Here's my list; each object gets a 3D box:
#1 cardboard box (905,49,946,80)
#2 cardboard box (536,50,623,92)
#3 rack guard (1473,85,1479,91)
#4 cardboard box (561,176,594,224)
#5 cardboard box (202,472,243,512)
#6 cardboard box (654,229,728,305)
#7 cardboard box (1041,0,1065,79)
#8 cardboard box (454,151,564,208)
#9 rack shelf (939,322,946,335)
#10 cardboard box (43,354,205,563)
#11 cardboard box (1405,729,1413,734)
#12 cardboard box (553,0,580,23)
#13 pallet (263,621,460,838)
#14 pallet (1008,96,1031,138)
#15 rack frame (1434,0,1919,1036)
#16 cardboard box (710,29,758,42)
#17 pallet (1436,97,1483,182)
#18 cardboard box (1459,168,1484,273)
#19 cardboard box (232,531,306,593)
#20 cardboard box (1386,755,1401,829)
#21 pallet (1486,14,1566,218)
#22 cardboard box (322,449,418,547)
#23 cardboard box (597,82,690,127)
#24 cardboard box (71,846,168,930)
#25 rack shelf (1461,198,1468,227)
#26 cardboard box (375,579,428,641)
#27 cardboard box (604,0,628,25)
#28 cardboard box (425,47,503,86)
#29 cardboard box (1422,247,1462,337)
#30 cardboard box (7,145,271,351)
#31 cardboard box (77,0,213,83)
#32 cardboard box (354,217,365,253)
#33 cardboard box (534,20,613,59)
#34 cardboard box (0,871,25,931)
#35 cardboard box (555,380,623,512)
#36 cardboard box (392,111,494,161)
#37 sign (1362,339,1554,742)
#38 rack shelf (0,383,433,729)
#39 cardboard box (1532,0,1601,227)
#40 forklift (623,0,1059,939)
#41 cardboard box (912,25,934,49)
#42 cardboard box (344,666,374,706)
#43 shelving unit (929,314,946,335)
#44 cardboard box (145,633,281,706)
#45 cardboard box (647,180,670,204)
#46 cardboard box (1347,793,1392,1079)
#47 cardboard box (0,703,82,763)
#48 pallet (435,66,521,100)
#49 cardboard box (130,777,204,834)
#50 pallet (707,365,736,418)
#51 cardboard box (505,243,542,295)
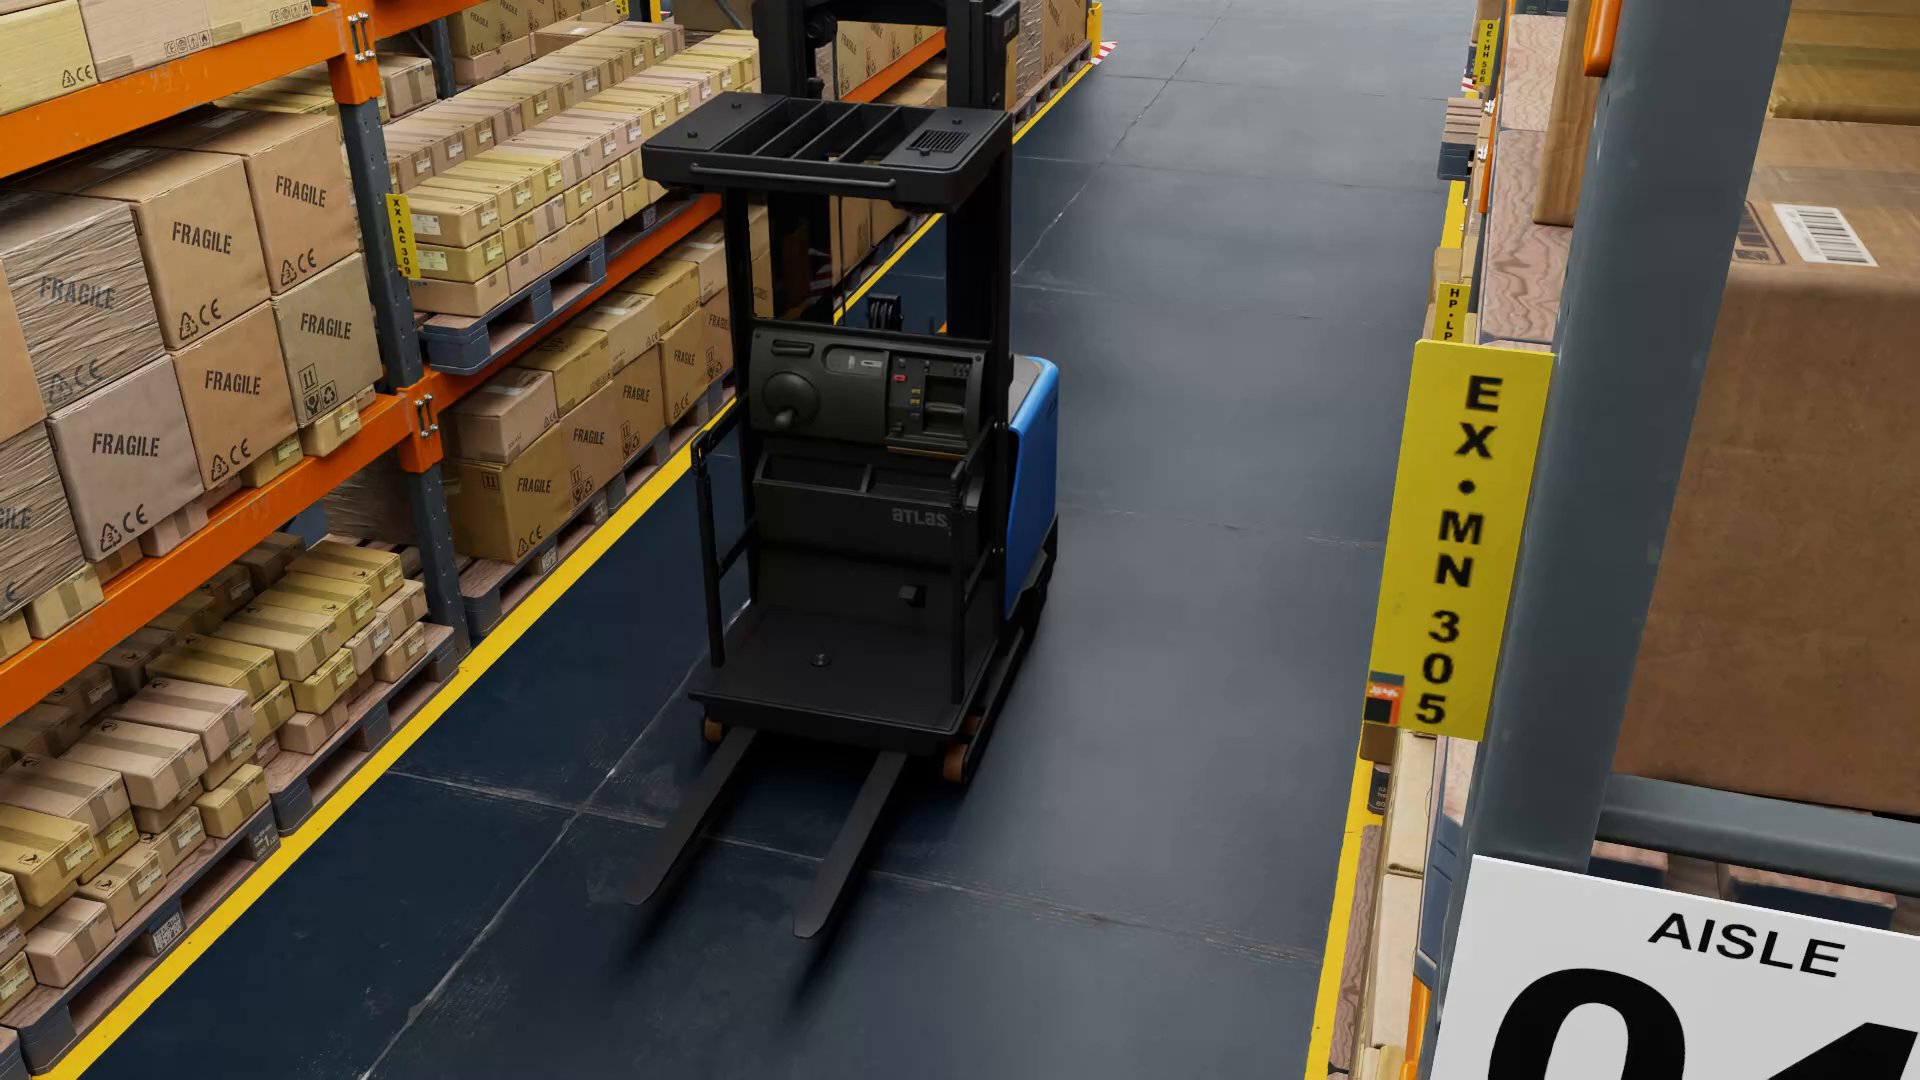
[{"bbox_3d":[-0.403,-3.475,13.293,1.050,0.750,0.750,8,30,15],"label":"cardboard box"},{"bbox_3d":[-2.033,-2.502,8.876,0.380,0.149,0.250,7,30,13],"label":"cardboard box"},{"bbox_3d":[5.557,-4.552,15.919,1.175,0.500,0.348,8,30,15],"label":"rack guard"},{"bbox_3d":[-1.874,-1.541,7.455,0.380,0.149,0.250,7,30,13],"label":"cardboard box"},{"bbox_3d":[-2.763,-0.221,5.820,0.380,0.149,0.250,8,30,13],"label":"cardboard box"},{"bbox_3d":[-1.569,-1.544,9.308,0.500,0.250,0.500,9,30,16],"label":"cardboard box"},{"bbox_3d":[0.475,-4.956,15.827,0.875,0.875,0.875,8,30,14],"label":"cardboard box"},{"bbox_3d":[-1.946,-1.558,7.180,0.380,0.149,0.250,9,30,15],"label":"cardboard box"},{"bbox_3d":[0.039,-0.957,7.927,0.258,0.148,0.480,7,30,13],"label":"rack shelf"},{"bbox_3d":[-2.828,-0.294,5.285,0.500,0.500,0.500,8,30,15],"label":"cardboard box"},{"bbox_3d":[1.371,0.485,4.141,0.500,0.250,0.500,9,30,16],"label":"cardboard box"},{"bbox_3d":[-4.185,-5.518,16.708,0.500,0.500,0.500,8,30,14],"label":"cardboard box"},{"bbox_3d":[-2.818,0.678,6.815,1.003,0.211,1.213,8,30,15],"label":"pallet"},{"bbox_3d":[-0.009,-3.699,14.683,1.003,0.211,1.213,8,30,15],"label":"pallet"},{"bbox_3d":[0.883,-0.866,0.550,1.000,3.000,0.127,8,30,15],"label":"rack frame"},{"bbox_3d":[-1.186,-2.757,9.336,0.380,0.149,0.250,7,30,13],"label":"cardboard box"},{"bbox_3d":[3.338,-2.225,9.361,1.213,0.211,1.003,8,30,15],"label":"pallet"},{"bbox_3d":[2.532,-1.340,7.471,0.500,0.500,0.500,8,30,14],"label":"cardboard box"},{"bbox_3d":[-2.954,0.075,6.918,0.380,0.149,0.250,10,31,17],"label":"cardboard box"},{"bbox_3d":[1.272,0.699,4.166,0.380,0.149,0.250,9,30,15],"label":"cardboard box"},{"bbox_3d":[1.807,-0.997,3.962,1.003,0.211,1.213,8,30,15],"label":"pallet"},{"bbox_3d":[-2.679,-0.329,7.895,0.500,0.500,0.500,8,30,14],"label":"cardboard box"},{"bbox_3d":[-1.568,-2.157,8.256,0.380,0.149,0.250,10,31,17],"label":"cardboard box"},{"bbox_3d":[-2.928,1.145,5.607,0.380,0.149,0.250,9,30,15],"label":"cardboard box"},{"bbox_3d":[3.818,-2.577,10.537,1.077,0.370,4.000,8,30,15],"label":"rack shelf"},{"bbox_3d":[-2.444,0.266,6.881,0.380,0.149,0.250,9,30,16],"label":"cardboard box"},{"bbox_3d":[-3.881,-5.651,17.719,0.500,0.250,0.500,8,30,15],"label":"cardboard box"},{"bbox_3d":[-4.637,-4.453,15.565,0.500,0.250,0.500,7,30,13],"label":"cardboard box"},{"bbox_3d":[3.008,-0.899,8.535,1.225,0.875,0.875,7,30,13],"label":"cardboard box"},{"bbox_3d":[-2.681,-0.971,5.472,0.500,0.500,0.500,8,30,13],"label":"cardboard box"},{"bbox_3d":[-2.699,-1.606,5.121,0.500,0.250,0.500,8,30,15],"label":"cardboard box"},{"bbox_3d":[-2.727,-1.275,6.976,0.380,0.149,0.250,9,30,16],"label":"cardboard box"},{"bbox_3d":[-3.358,-4.234,14.567,0.500,0.500,0.500,8,30,15],"label":"cardboard box"},{"bbox_3d":[-3.104,1.110,5.059,0.380,0.149,0.250,10,31,17],"label":"cardboard box"},{"bbox_3d":[-2.031,-0.501,8.204,0.500,0.500,0.500,10,31,17],"label":"cardboard box"},{"bbox_3d":[-2.416,-1.887,7.770,0.380,0.149,0.250,8,30,13],"label":"cardboard box"},{"bbox_3d":[0.368,0.009,1.234,0.100,0.325,0.005,8,30,15],"label":"sign"},{"bbox_3d":[-3.242,0.386,5.211,1.077,0.370,4.000,8,30,15],"label":"rack shelf"},{"bbox_3d":[1.433,-0.841,2.953,0.700,0.500,0.500,10,31,17],"label":"cardboard box"},{"bbox_3d":[-0.417,-0.533,6.194,1.130,2.935,3.031,7,30,13],"label":"forklift"},{"bbox_3d":[-0.501,-3.869,12.017,0.500,0.500,0.500,9,30,15],"label":"cardboard box"},{"bbox_3d":[-2.601,0.544,6.687,0.380,0.149,0.250,9,30,16],"label":"cardboard box"},{"bbox_3d":[0.039,-0.613,8.118,0.258,1.200,0.503,7,30,13],"label":"shelving unit"},{"bbox_3d":[-2.765,0.497,6.159,0.380,0.149,0.250,9,30,17],"label":"cardboard box"},{"bbox_3d":[-1.645,-1.773,8.179,0.380,0.149,0.250,7,30,13],"label":"cardboard box"},{"bbox_3d":[1.522,1.355,4.482,0.875,0.875,0.875,8,30,15],"label":"cardboard box"},{"bbox_3d":[-3.327,0.688,5.815,0.380,0.149,0.250,7,30,13],"label":"cardboard box"},{"bbox_3d":[-4.905,-4.334,15.823,1.003,0.211,1.213,8,30,15],"label":"pallet"},{"bbox_3d":[-2.894,0.866,5.802,0.380,0.149,0.250,7,30,12],"label":"cardboard box"},{"bbox_3d":[-1.712,-1.135,10.074,1.003,0.211,1.213,8,30,15],"label":"pallet"},{"bbox_3d":[-2.024,-1.179,7.110,0.380,0.149,0.250,9,30,16],"label":"cardboard box"}]
